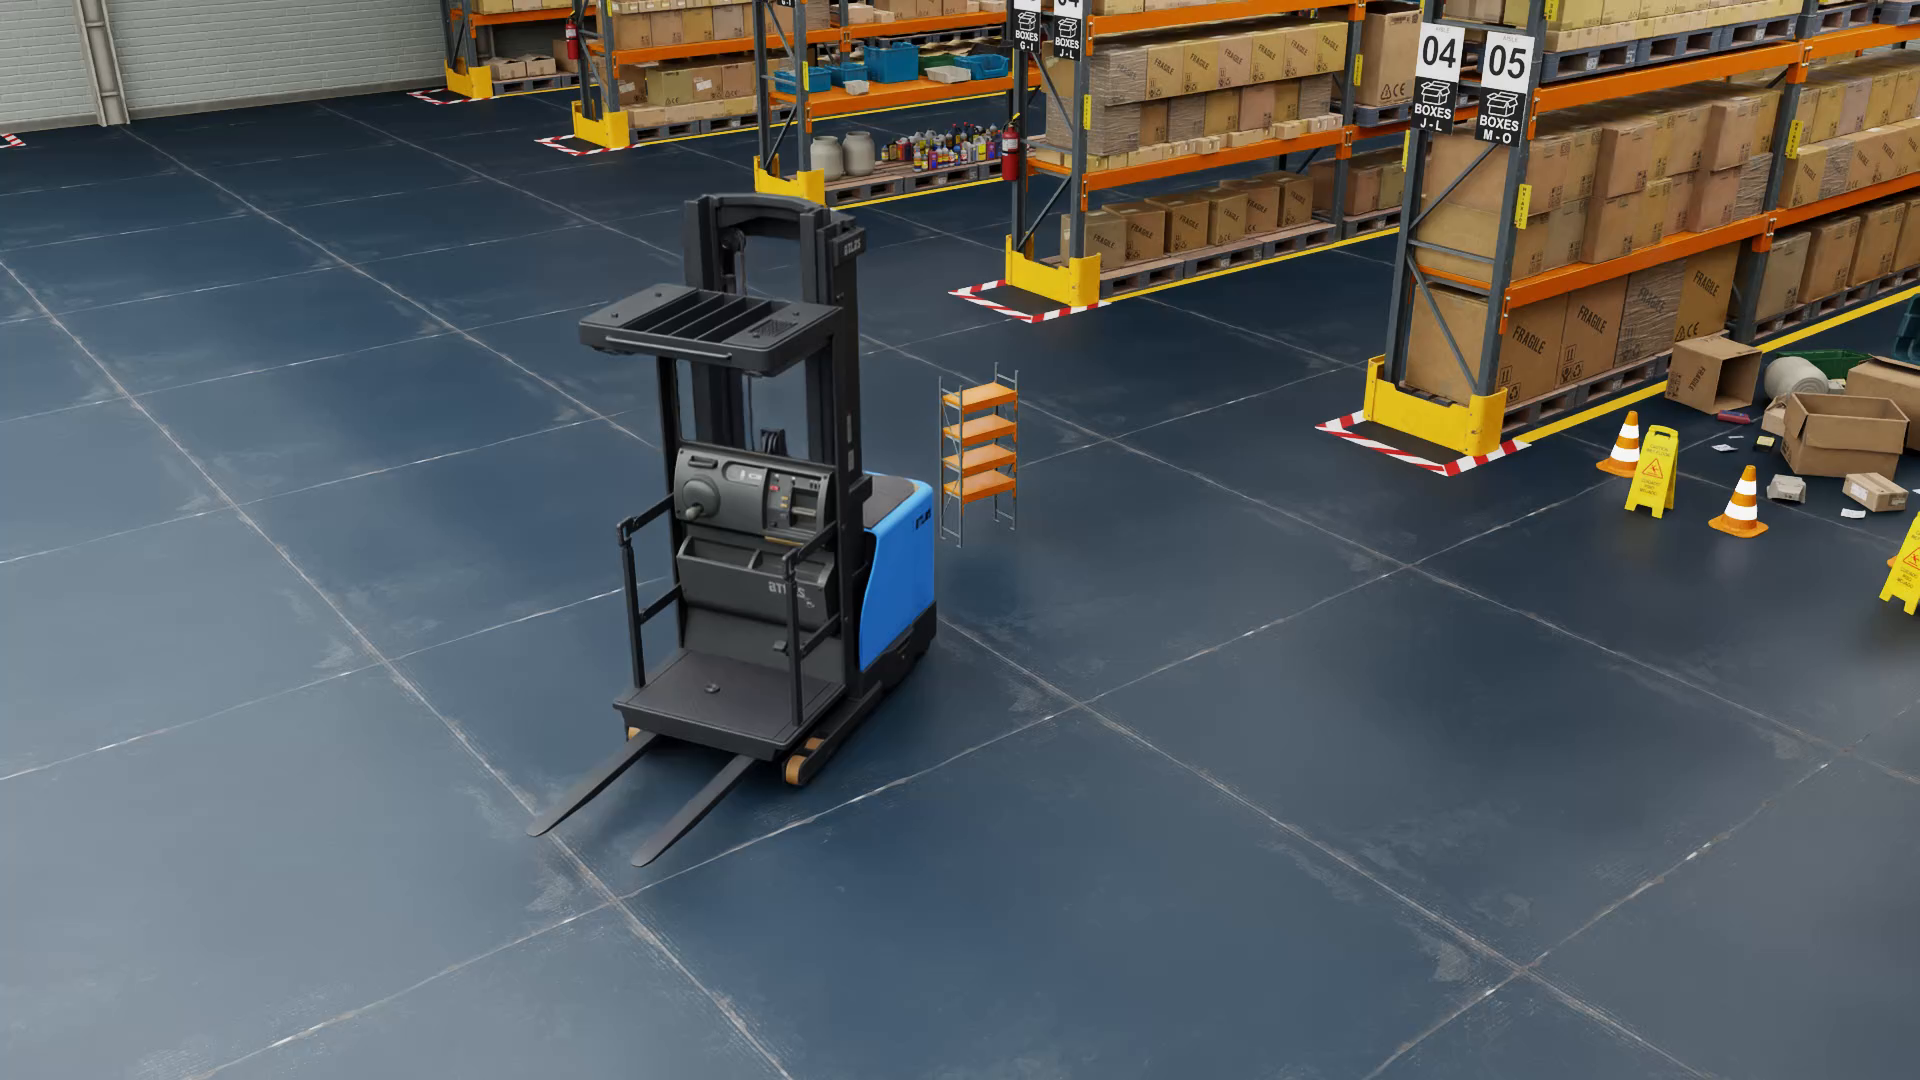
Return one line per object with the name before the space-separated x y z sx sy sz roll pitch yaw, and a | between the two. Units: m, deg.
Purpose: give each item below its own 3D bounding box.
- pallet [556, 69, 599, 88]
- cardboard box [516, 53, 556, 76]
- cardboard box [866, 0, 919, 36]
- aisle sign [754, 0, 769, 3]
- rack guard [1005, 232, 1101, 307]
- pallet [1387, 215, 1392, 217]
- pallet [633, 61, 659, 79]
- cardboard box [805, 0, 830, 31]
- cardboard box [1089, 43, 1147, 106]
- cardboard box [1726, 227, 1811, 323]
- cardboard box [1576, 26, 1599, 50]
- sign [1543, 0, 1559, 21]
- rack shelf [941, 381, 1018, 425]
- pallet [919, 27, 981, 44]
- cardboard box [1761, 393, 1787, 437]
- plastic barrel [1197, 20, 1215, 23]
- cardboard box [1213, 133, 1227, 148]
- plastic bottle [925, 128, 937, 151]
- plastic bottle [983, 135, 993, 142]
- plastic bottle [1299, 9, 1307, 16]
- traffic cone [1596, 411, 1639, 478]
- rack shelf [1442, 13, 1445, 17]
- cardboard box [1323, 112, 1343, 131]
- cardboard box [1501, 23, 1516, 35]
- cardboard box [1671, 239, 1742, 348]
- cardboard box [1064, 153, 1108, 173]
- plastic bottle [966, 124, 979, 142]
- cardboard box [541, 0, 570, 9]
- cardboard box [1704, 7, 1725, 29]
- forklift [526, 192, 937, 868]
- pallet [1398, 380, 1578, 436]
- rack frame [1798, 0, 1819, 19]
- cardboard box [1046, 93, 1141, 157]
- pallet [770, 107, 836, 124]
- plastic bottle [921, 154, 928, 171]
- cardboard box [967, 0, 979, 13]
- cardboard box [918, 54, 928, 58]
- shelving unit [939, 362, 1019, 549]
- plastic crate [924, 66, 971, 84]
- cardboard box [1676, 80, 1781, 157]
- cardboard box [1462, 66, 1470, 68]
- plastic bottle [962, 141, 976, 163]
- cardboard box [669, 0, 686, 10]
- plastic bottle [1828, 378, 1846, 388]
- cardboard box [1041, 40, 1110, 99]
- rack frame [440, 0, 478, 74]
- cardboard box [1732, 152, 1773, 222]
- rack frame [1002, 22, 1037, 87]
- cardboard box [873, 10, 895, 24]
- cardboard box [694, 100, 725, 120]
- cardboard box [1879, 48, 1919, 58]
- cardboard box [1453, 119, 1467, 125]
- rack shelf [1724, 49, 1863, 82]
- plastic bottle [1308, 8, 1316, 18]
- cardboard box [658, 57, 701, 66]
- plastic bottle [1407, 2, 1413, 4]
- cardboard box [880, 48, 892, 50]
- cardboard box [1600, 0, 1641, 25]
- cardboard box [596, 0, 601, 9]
pallet | -6.598 -8.114 28.983 1.213 0.211 1.003 -18 31 -34
cardboard box | -7.229 -8.123 28.360 0.500 0.311 0.500 -15 29 -30
cardboard box | -1.323 -10.286 32.404 0.750 0.750 0.750 -19 31 -35
aisle sign | -2.405 -6.822 19.798 0.004 0.787 0.394 -18 31 -34
rack guard | 0.951 -2.808 17.206 0.348 0.500 1.175 -18 31 -34
pallet | 5.612 -4.218 20.587 1.213 0.211 1.003 -18 31 -34
pallet | -5.637 -8.433 29.669 1.213 0.211 1.003 -18 31 -34
cardboard box | -2.416 -8.172 25.676 0.500 0.500 0.700 -19 31 -35
cardboard box | 1.493 -4.608 16.457 0.500 0.500 0.500 -18 31 -34
cardboard box | 7.453 -2.653 16.076 0.750 0.750 1.050 -18 31 -34
cardboard box | 4.540 -3.784 12.459 0.250 0.149 0.380 -18 30 -34
sign | 4.211 -3.860 11.809 0.005 0.325 0.100 -18 31 -34
rack shelf | 0.130 -0.944 11.425 0.480 0.148 0.258 -18 31 -34
pallet | -0.356 -10.153 33.376 1.213 0.211 1.003 -18 31 -34
cardboard box | 6.804 -0.995 13.578 0.258 0.266 0.396 -13 28 -25
plastic barrel | 3.453 -7.354 23.899 0.421 0.512 0.421 0 25 0
cardboard box | 2.618 -4.270 17.685 0.250 0.149 0.380 -18 31 -34
plastic bottle | -0.391 -5.368 22.378 0.185 0.351 0.144 -19 31 -34
plastic bottle | 0.392 -5.296 22.311 0.135 0.276 0.152 -18 31 -34
plastic bottle | 5.320 -8.132 25.847 0.133 0.283 0.061 -18 31 -34
traffic cone | 5.167 -0.770 12.858 0.334 0.463 0.336 -18 31 -34
rack shelf | 8.852 -8.873 28.161 4.000 0.370 1.077 -18 31 -34
cardboard box | 4.052 -4.694 18.599 0.250 0.149 0.380 -18 31 -34
cardboard box | 4.124 -3.999 12.921 0.250 0.149 0.380 -18 30 -34
cardboard box | 6.482 -2.378 15.336 0.875 0.875 0.875 -18 30 -33
cardboard box | 1.263 -3.803 16.680 0.250 0.149 0.380 -18 31 -34
plastic bottle | 0.181 -5.480 22.618 0.185 0.351 0.144 -18 31 -34
cardboard box | -6.894 -9.077 27.900 0.500 0.250 0.500 -19 31 -35
cardboard box | 5.930 -4.242 13.445 0.250 0.149 0.380 -19 31 -34
forklift | -1.205 -0.216 8.735 1.130 2.935 3.031 11 27 22
pallet | 4.454 -1.221 14.131 1.213 0.211 1.003 -18 31 -34
rack frame | 7.020 -6.013 14.017 0.127 3.000 1.000 -18 31 -34
cardboard box | 1.341 -4.236 16.842 0.500 0.500 0.875 -18 31 -34
pallet | -2.722 -6.786 26.121 1.213 0.211 1.003 -18 31 -34
plastic bottle | -0.464 -4.888 21.520 0.097 0.201 0.097 0 25 0
cardboard box | 0.108 -8.819 27.487 0.250 0.149 0.380 -16 29 -30
cardboard box | -0.788 -7.729 26.943 0.500 0.311 0.500 -19 31 -36
shelving unit | 0.130 -0.587 11.590 0.503 1.200 0.258 -18 31 -34
plastic crate | -0.138 -5.977 21.378 0.437 0.136 0.530 -18 31 -34
cardboard box | 6.709 -3.765 14.839 0.550 0.550 0.875 -18 31 -34
cardboard box | 6.041 -5.607 19.929 0.258 0.266 0.396 -19 31 -35
plastic bottle | 0.119 -5.129 21.950 0.135 0.276 0.152 -18 30 -33
cardboard box | -4.173 -7.773 24.047 0.250 0.149 0.380 -19 31 -35
plastic bottle | 7.734 -1.387 14.666 0.133 0.061 0.283 10 27 20
cardboard box | 1.172 -4.781 16.828 0.500 0.500 0.500 -18 31 -34
rack frame | -8.278 -8.845 27.245 0.127 3.000 1.000 -18 31 -34
cardboard box | 6.737 -3.260 15.033 0.550 0.550 0.875 -18 31 -34
rack frame | 1.077 -9.283 28.189 0.127 3.000 1.000 -18 31 -34
cardboard box | -1.247 -8.292 26.353 0.250 0.149 0.380 -18 31 -34
cardboard box | -3.874 -6.474 24.905 0.500 0.250 0.500 -18 31 -34
cardboard box | 9.809 -4.716 17.043 0.500 0.500 0.700 -18 31 -34
cardboard box | 6.267 -5.081 20.691 0.500 0.250 0.500 -14 29 -28
rack shelf | 11.909 -7.232 24.625 4.000 0.370 1.077 -18 31 -34
plastic bottle | 5.487 -8.272 26.069 0.185 0.351 0.144 -18 31 -34
cardboard box | -4.202 -6.991 25.126 0.500 0.500 0.500 -18 31 -34
plastic bottle | 7.168 -8.414 26.464 0.135 0.276 0.152 -18 31 -34
cardboard box | -1.129 -7.908 27.327 0.500 0.311 0.500 -18 31 -34
cardboard box | 4.810 -4.089 12.641 0.500 0.250 0.500 -19 31 -35
cardboard box | -5.035 -7.707 23.903 0.250 0.149 0.380 -19 31 -35
